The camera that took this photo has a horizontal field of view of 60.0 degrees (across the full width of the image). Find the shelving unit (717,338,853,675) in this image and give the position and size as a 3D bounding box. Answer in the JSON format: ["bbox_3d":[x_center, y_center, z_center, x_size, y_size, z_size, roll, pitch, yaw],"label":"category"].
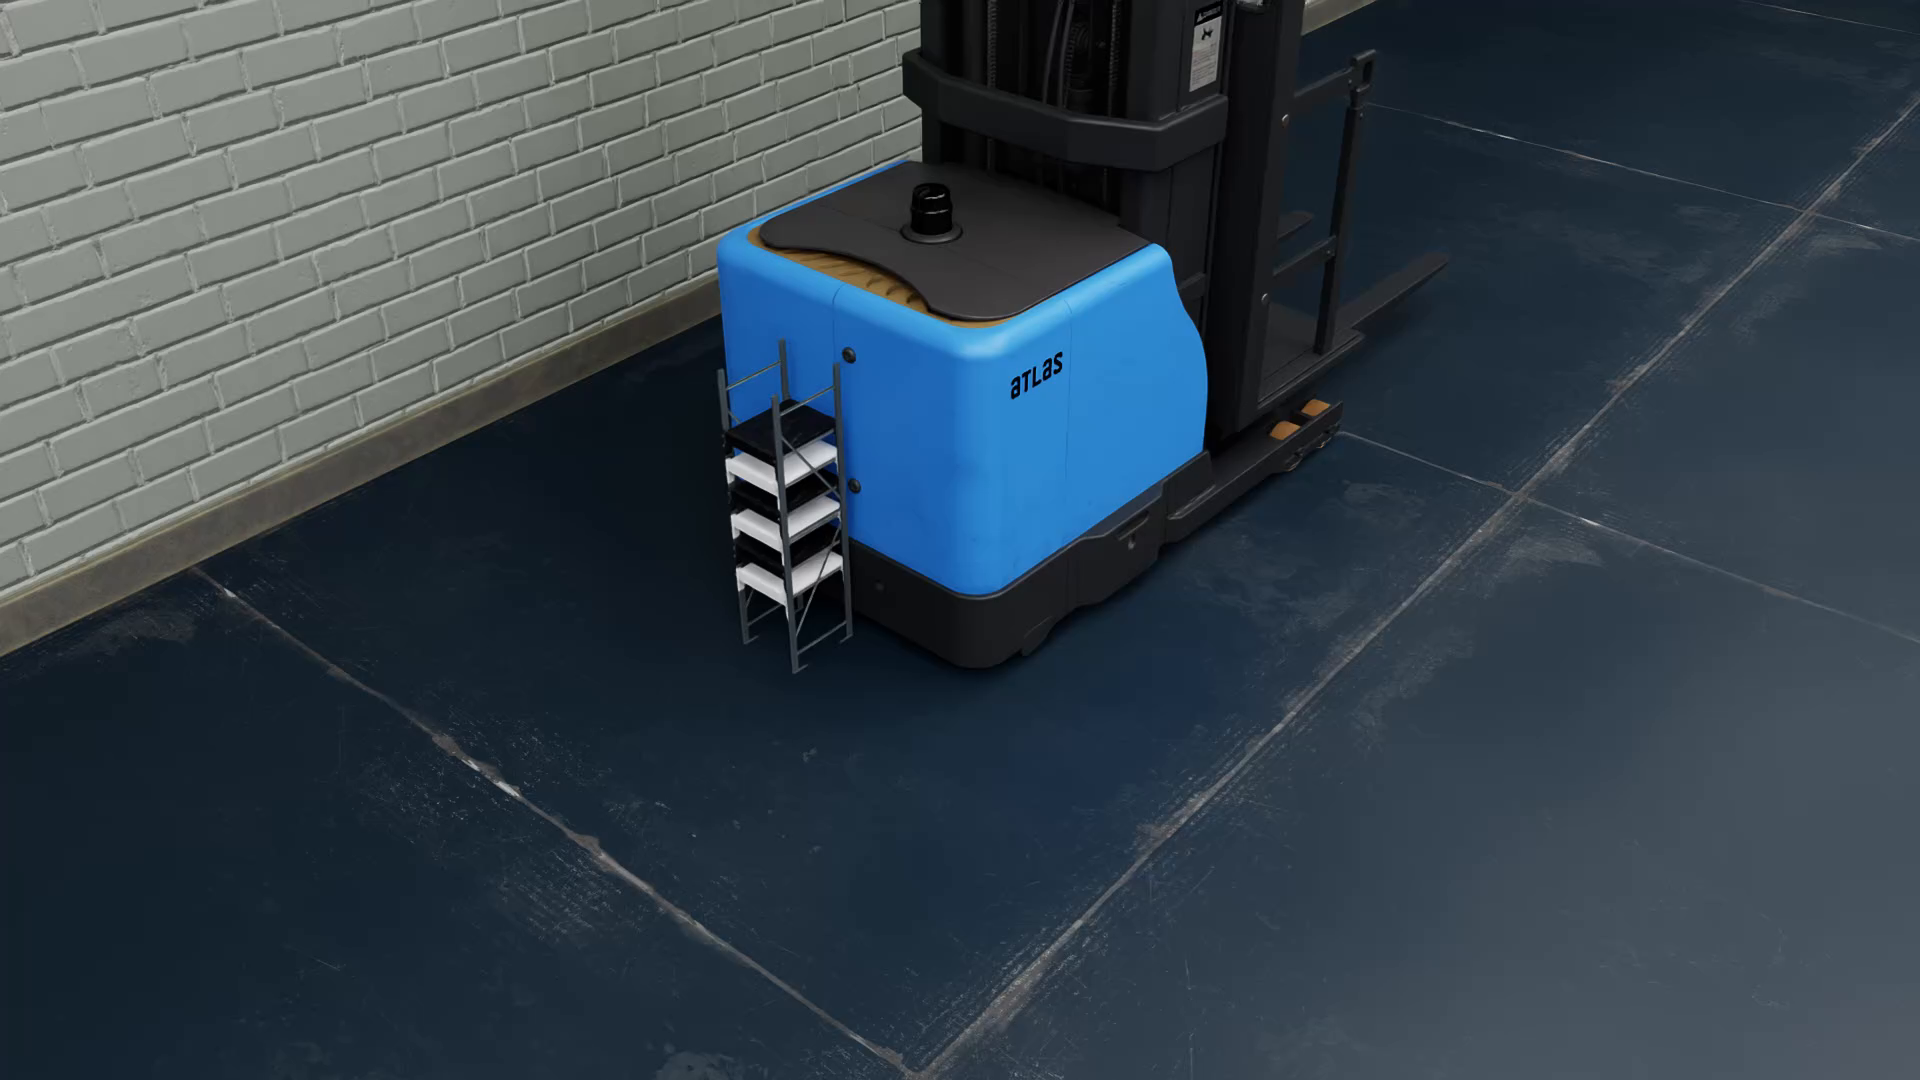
[{"bbox_3d":[-0.470,-0.079,4.570,0.210,0.900,0.258,26,43,33],"label":"shelving unit"}]

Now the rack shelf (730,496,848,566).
[{"bbox_3d":[-0.470,-0.052,4.589,0.200,0.077,0.258,26,43,33],"label":"rack shelf"}]

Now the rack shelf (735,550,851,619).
[{"bbox_3d":[-0.470,0.096,4.691,0.200,0.077,0.258,26,43,33],"label":"rack shelf"}]

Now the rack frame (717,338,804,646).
[{"bbox_3d":[-0.547,-0.117,4.625,0.006,0.900,0.240,26,43,33],"label":"rack frame"}]

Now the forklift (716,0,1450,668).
[{"bbox_3d":[0.658,-1.608,5.003,1.130,2.935,3.031,26,42,33],"label":"forklift"}]

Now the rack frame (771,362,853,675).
[{"bbox_3d":[-0.394,-0.041,4.514,0.006,0.900,0.240,26,43,33],"label":"rack frame"}]

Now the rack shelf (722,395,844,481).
[{"bbox_3d":[-0.471,-0.274,4.435,0.200,0.077,0.258,26,43,33],"label":"rack shelf"}]

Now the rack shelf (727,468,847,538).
[{"bbox_3d":[-0.471,-0.126,4.537,0.200,0.077,0.258,26,43,33],"label":"rack shelf"}]

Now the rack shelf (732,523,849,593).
[{"bbox_3d":[-0.470,0.022,4.640,0.200,0.077,0.258,26,43,33],"label":"rack shelf"}]

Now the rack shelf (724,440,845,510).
[{"bbox_3d":[-0.471,-0.200,4.486,0.200,0.077,0.258,26,43,33],"label":"rack shelf"}]
